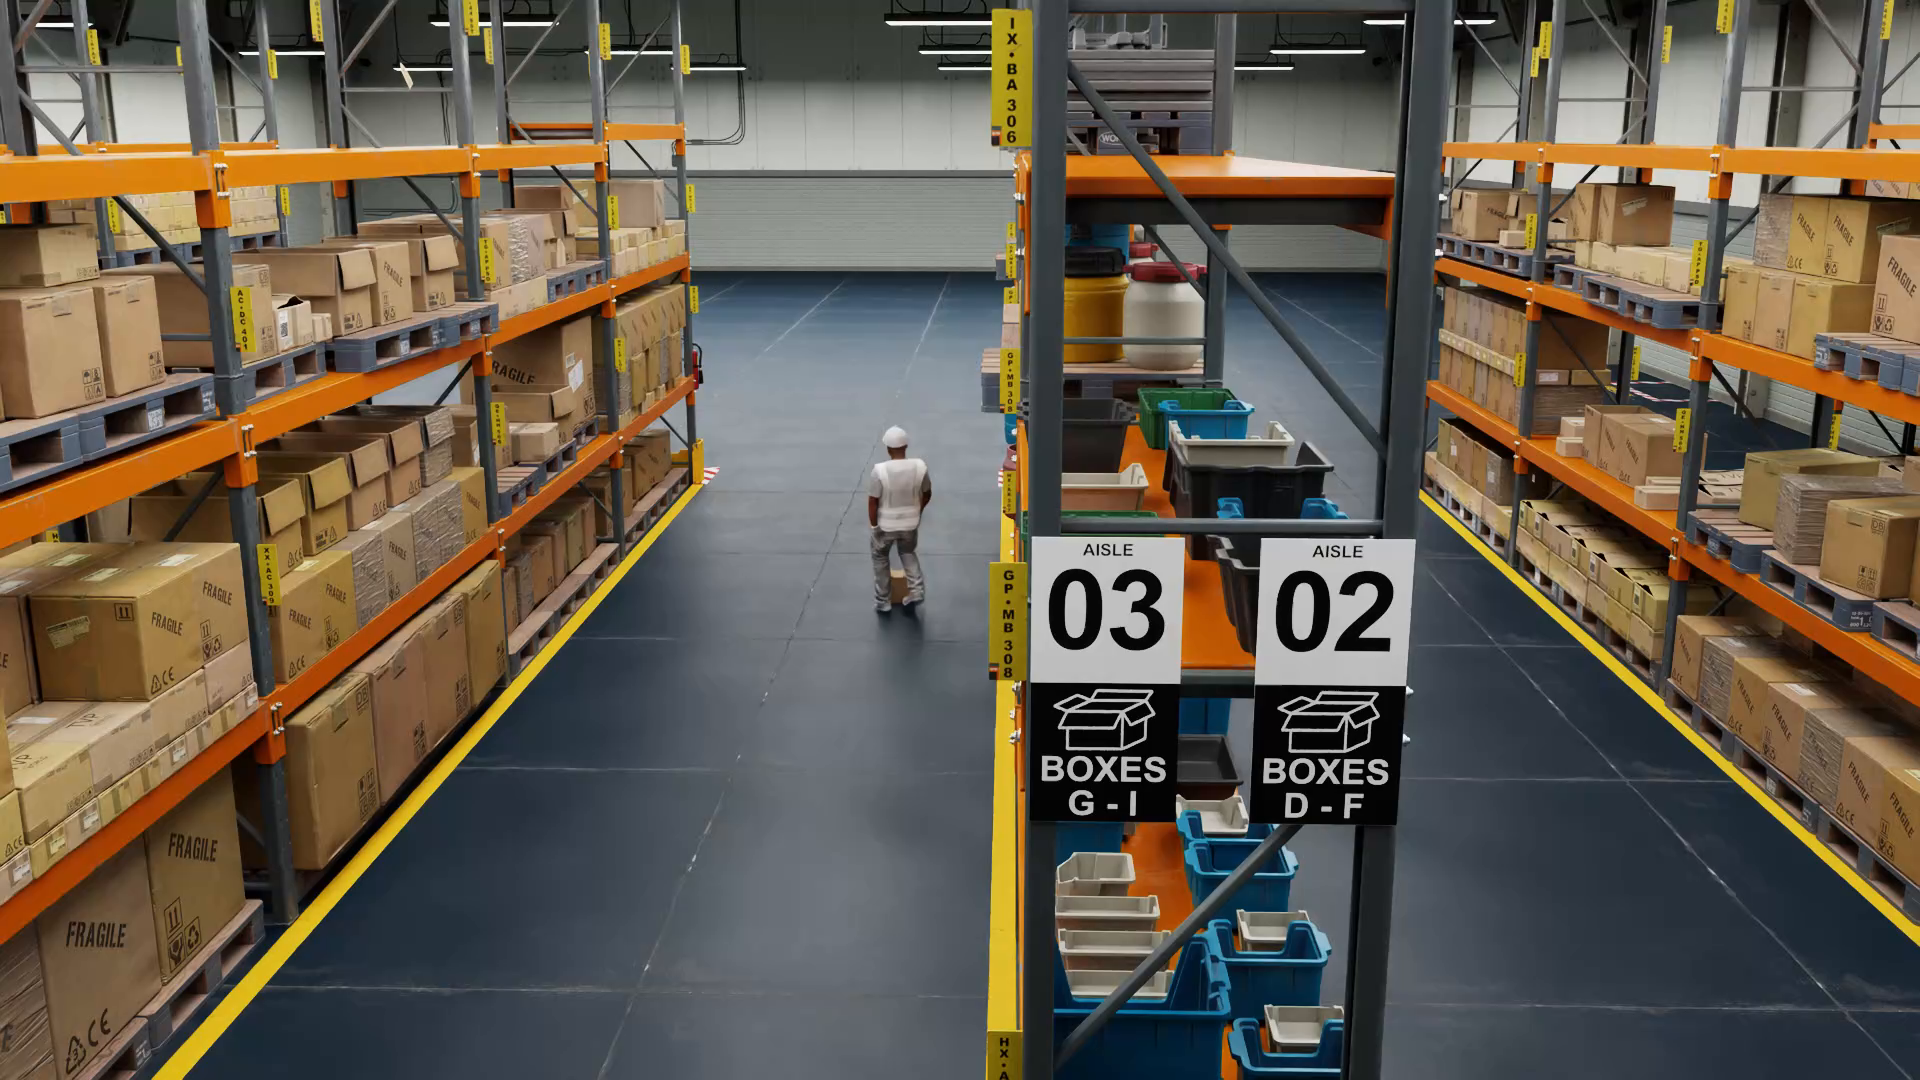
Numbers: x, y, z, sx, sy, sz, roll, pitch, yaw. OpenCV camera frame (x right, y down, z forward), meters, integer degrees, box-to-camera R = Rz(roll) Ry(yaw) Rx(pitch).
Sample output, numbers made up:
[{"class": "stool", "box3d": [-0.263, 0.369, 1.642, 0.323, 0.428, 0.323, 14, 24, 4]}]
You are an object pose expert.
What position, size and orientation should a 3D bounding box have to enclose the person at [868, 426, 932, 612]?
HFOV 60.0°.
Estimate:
[{"class": "person", "box3d": [-0.580, -0.174, 14.801, 0.608, 1.755, 0.657, -5, 15, -19]}]
